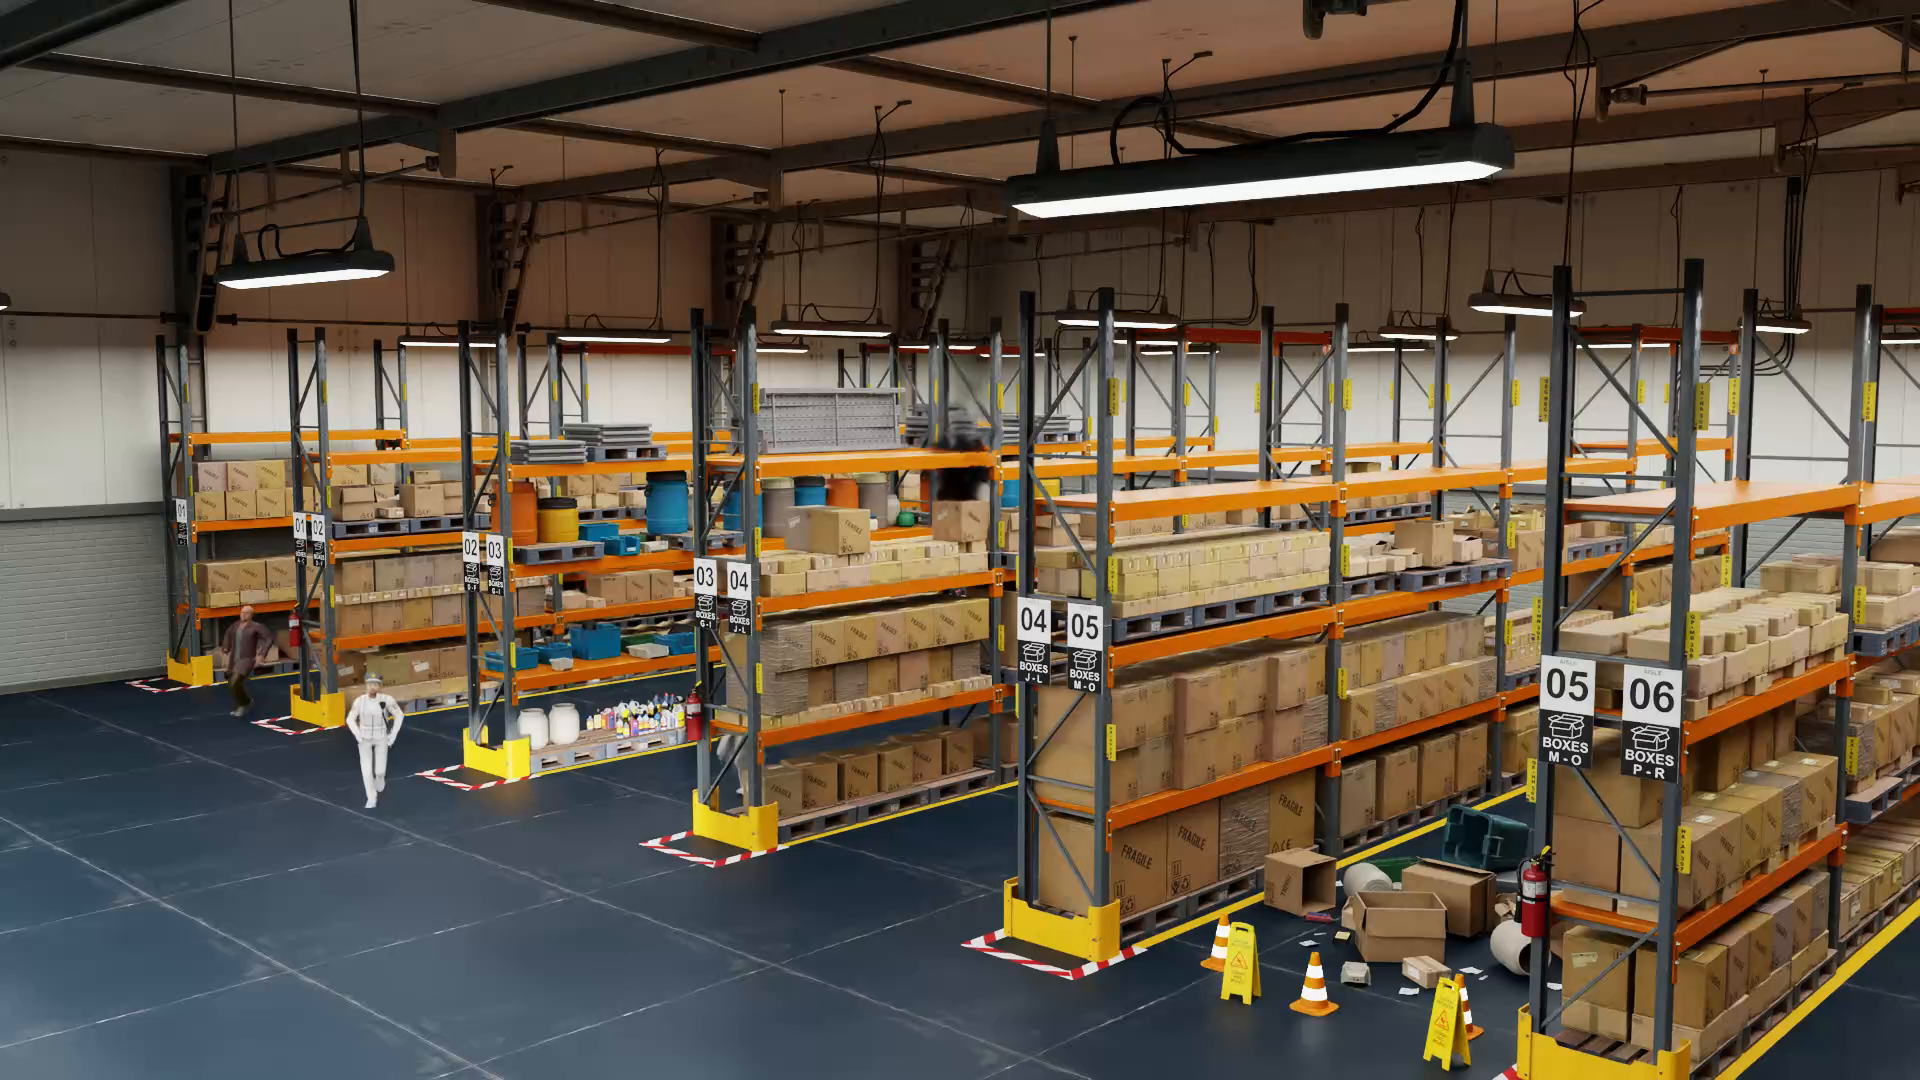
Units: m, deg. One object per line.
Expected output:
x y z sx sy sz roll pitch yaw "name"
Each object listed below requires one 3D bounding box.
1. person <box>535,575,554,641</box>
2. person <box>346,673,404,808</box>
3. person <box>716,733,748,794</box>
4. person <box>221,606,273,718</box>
-7.526 1.472 30.558 0.578 1.757 0.732 5 7 40 "person"
-7.197 2.438 20.479 0.665 1.662 0.599 -1 6 -15 "person"
-2.770 2.380 20.870 0.527 1.638 0.609 -5 7 -41 "person"
-11.073 1.889 25.709 0.786 1.750 0.612 2 6 19 "person"
